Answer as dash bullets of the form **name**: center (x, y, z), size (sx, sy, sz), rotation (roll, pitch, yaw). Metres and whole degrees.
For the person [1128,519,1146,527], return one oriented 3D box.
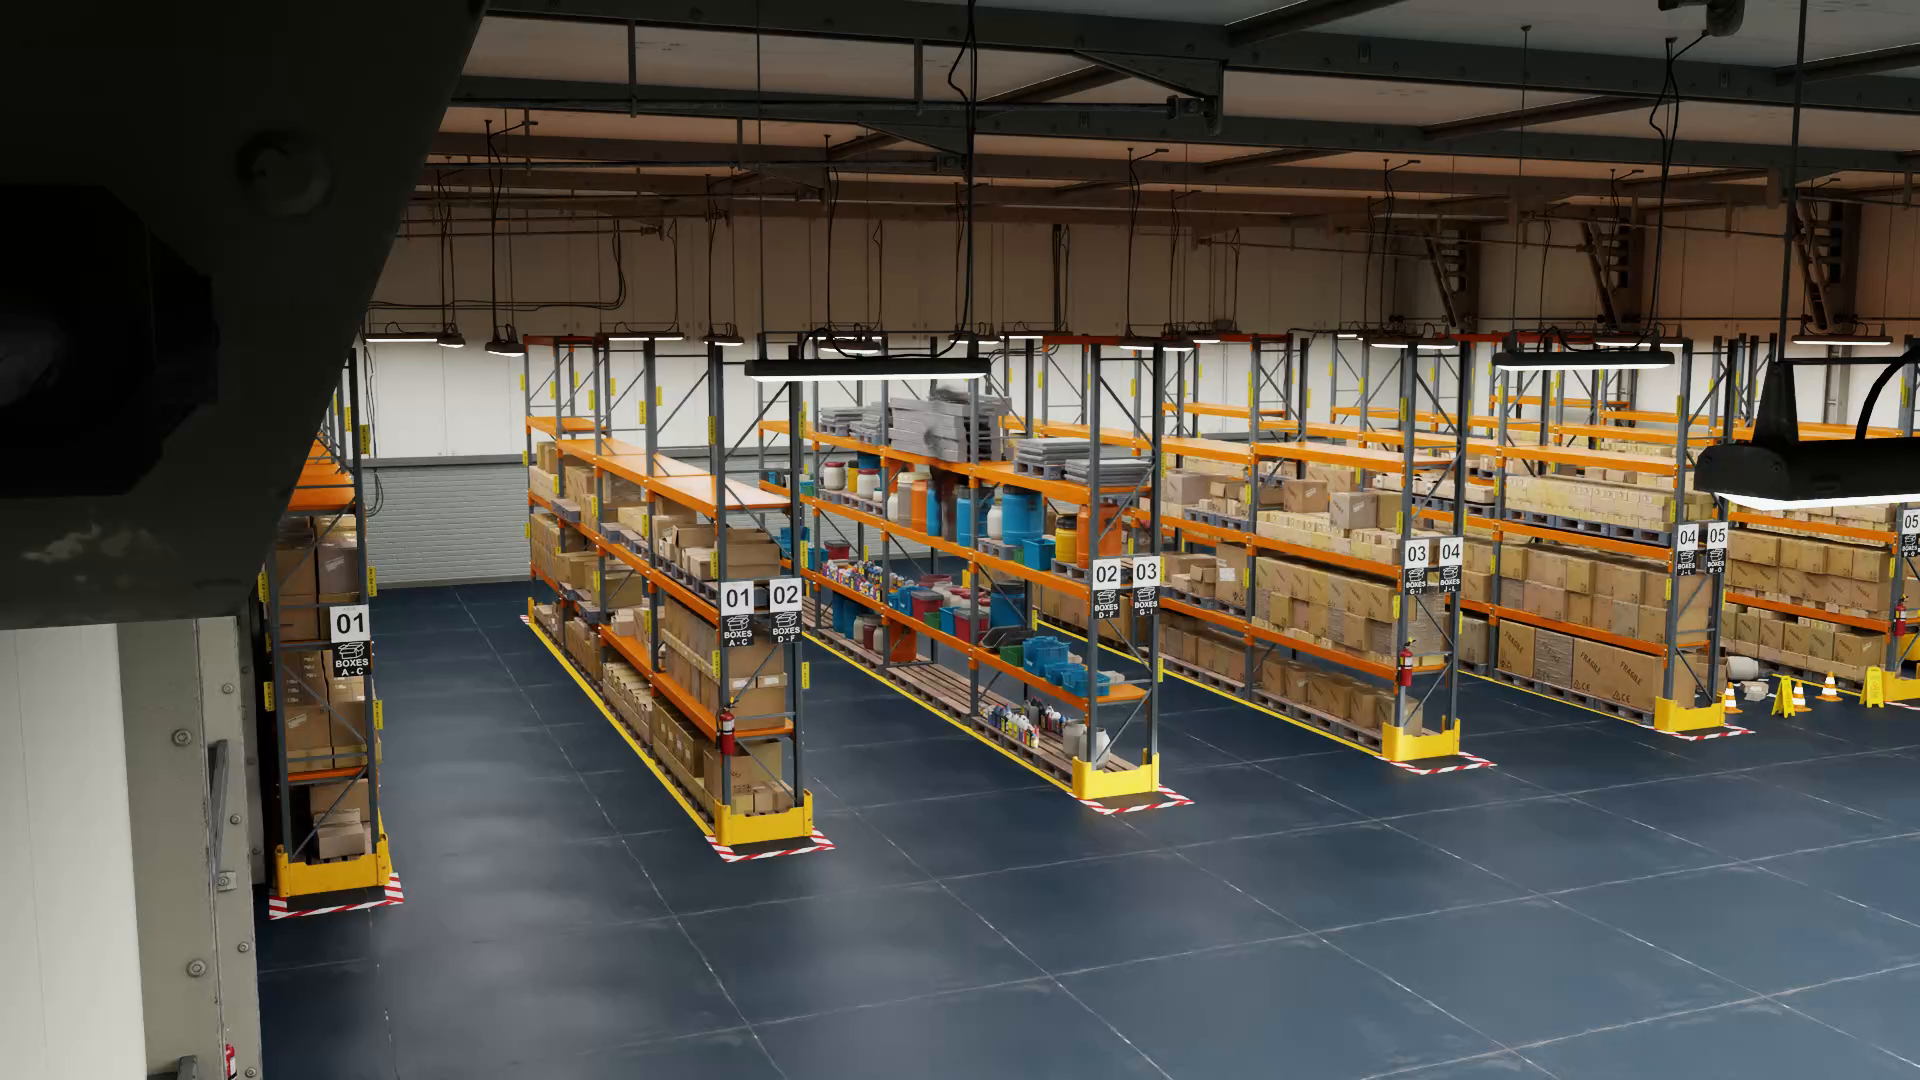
- **person**: center (4.271, 0.005, 41.450), size (0.529, 1.639, 0.713), rotation (-3, 8, -19)
